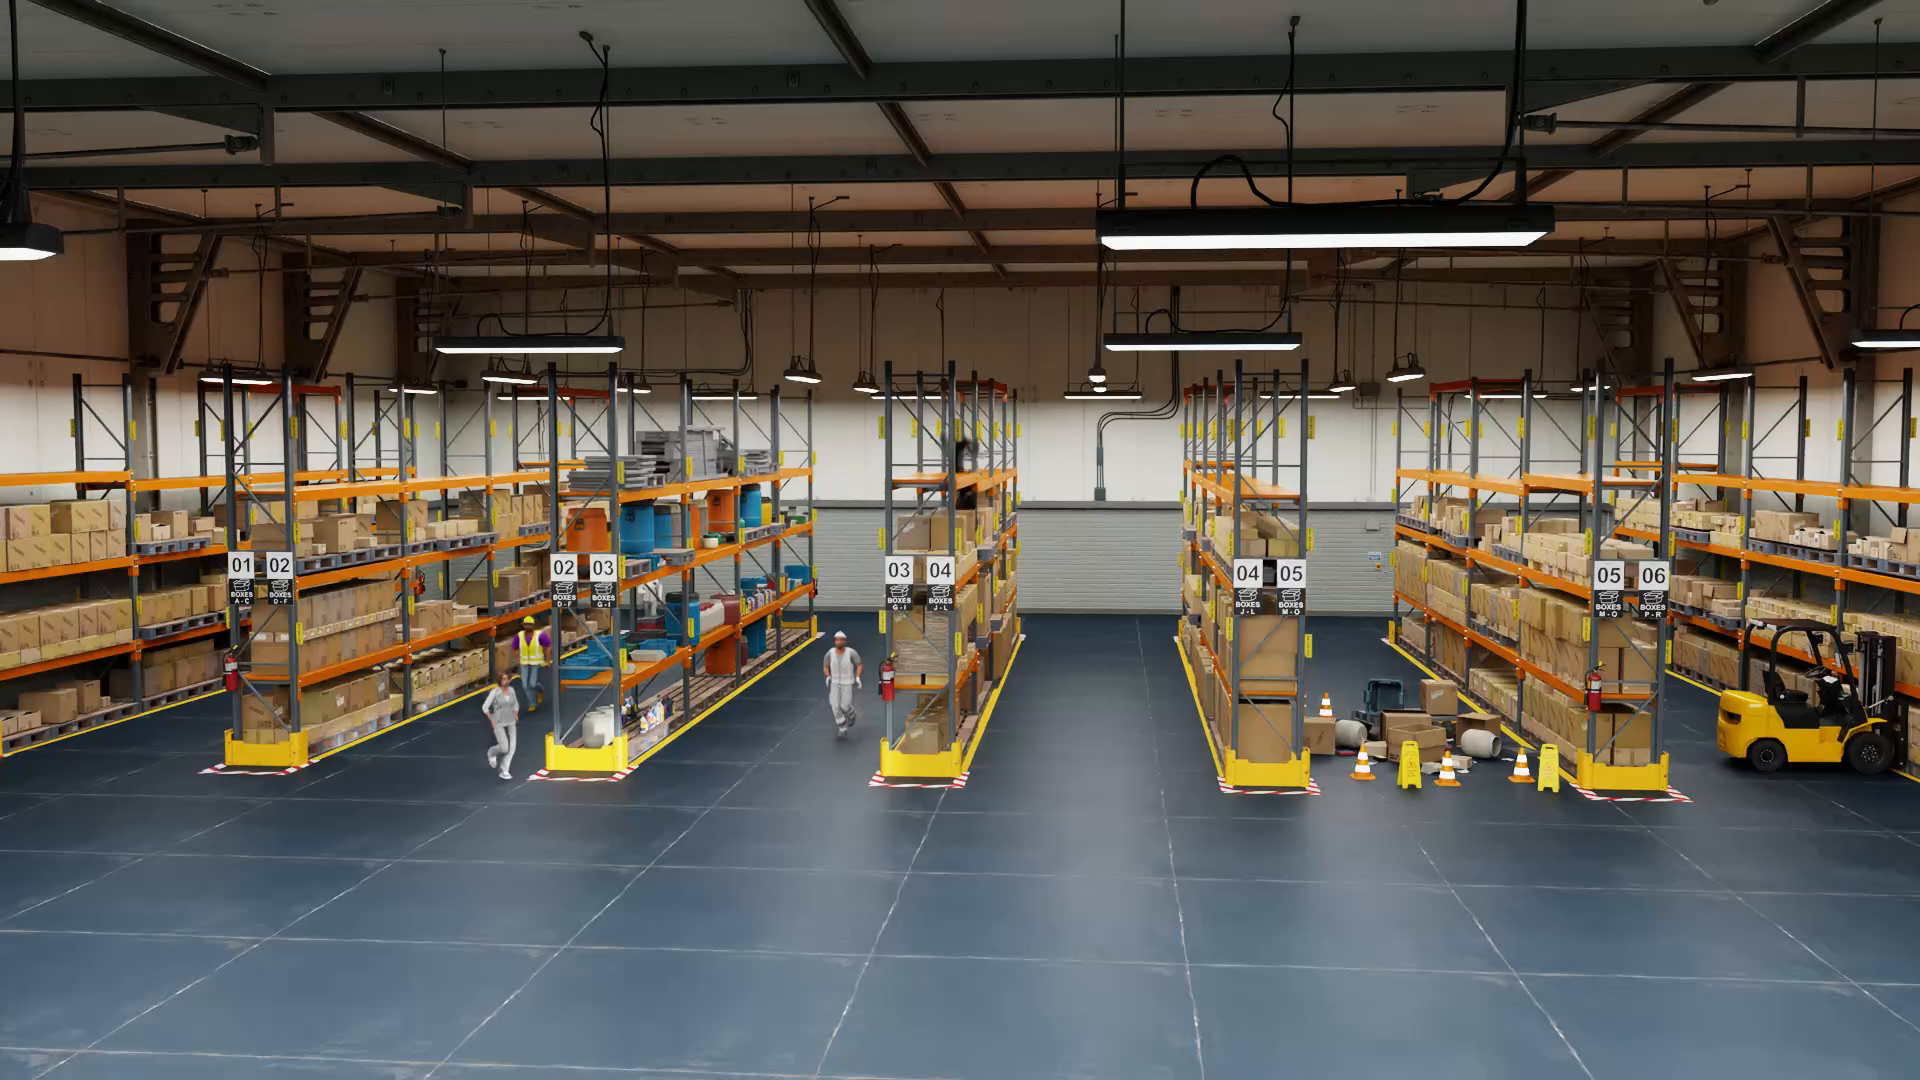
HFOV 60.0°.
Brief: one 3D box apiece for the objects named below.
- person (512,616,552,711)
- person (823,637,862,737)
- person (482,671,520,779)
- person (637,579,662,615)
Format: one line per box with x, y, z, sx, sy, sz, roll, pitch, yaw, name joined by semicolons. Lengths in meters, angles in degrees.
-7.631;2.204;29.562;0.690;1.708;0.632;0;4;1;person
-1.923;2.377;27.186;0.662;1.680;0.648;1;4;11;person
-6.589;2.657;23.944;0.539;1.545;0.548;-3;5;-42;person
-7.501;1.515;40.211;0.568;1.746;0.733;0;4;-6;person
